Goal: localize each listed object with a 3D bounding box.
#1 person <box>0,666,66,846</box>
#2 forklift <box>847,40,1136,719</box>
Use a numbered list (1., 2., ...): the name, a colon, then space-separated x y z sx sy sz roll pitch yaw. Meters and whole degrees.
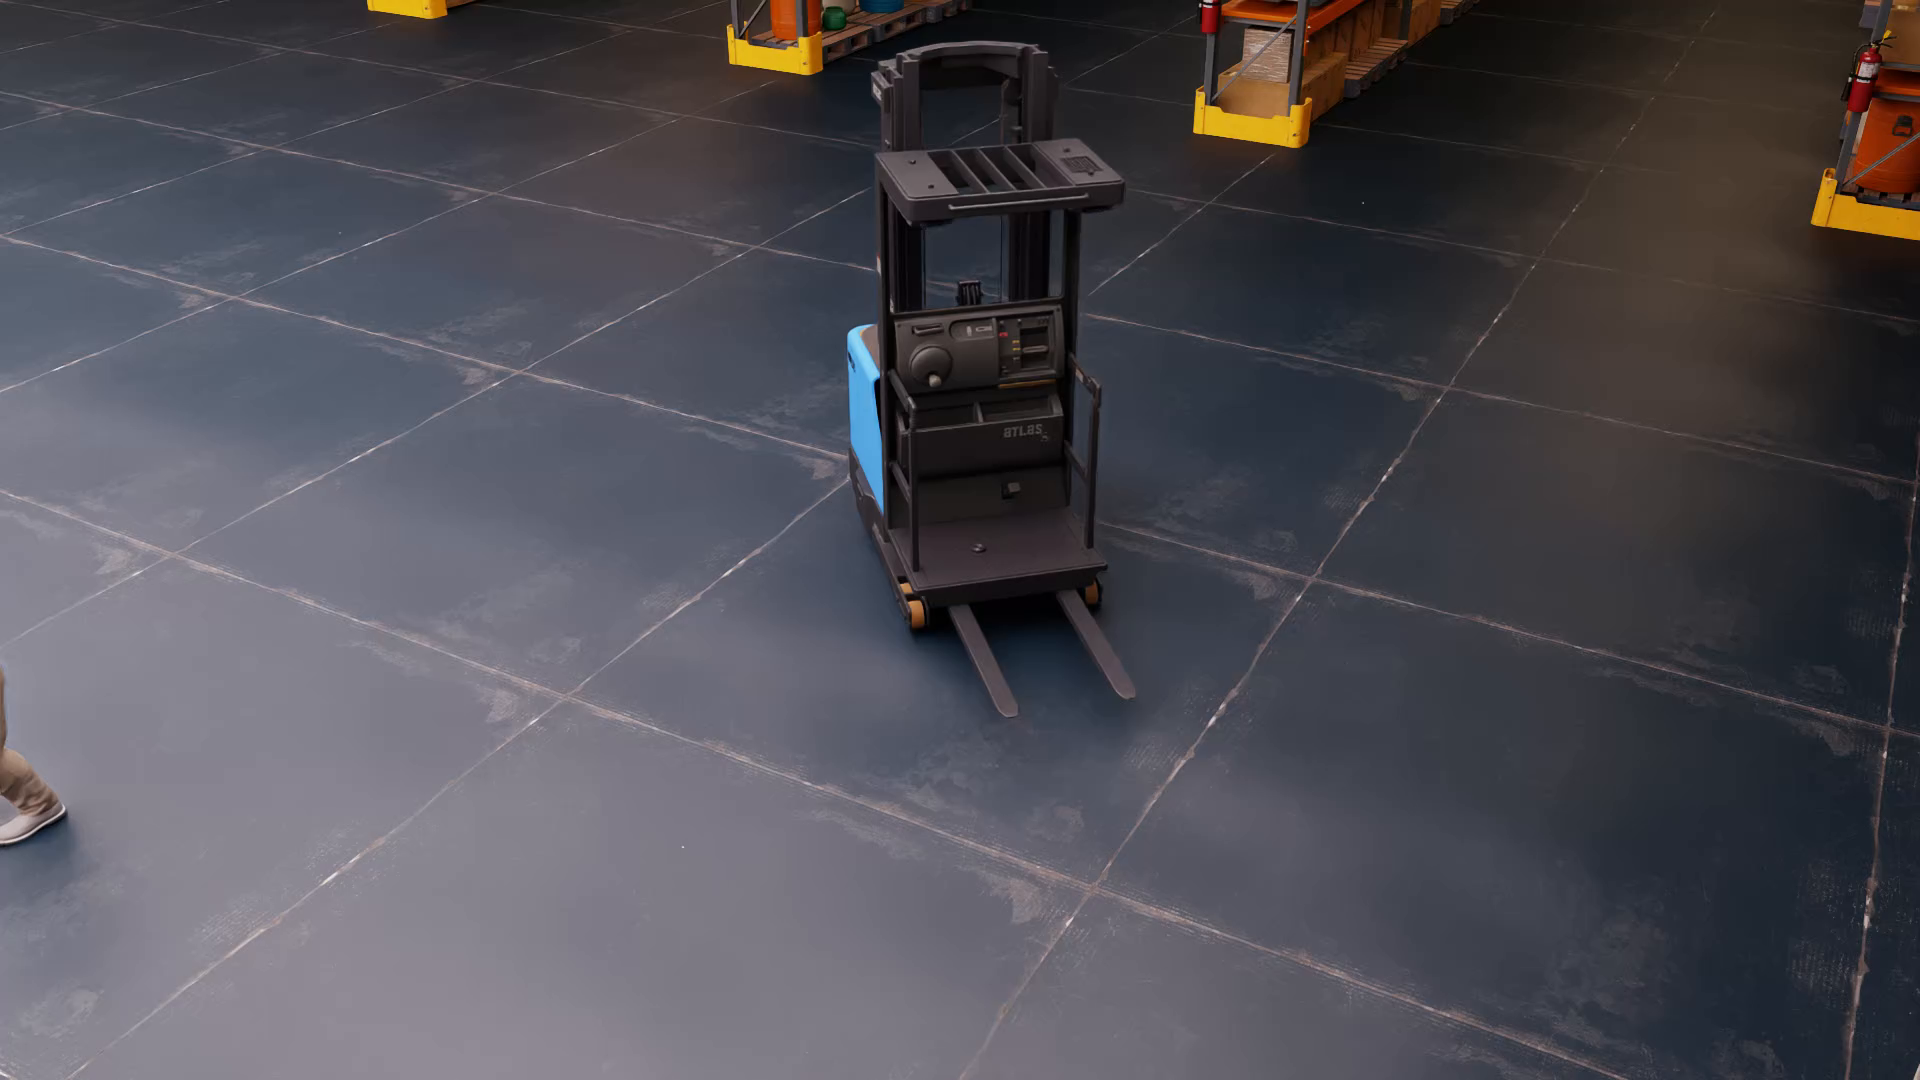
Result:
1. person: -4.490 0.652 7.221 1.009 1.744 0.659 23 37 34
2. forklift: 0.166 -0.988 8.783 1.130 2.935 3.031 -7 31 -13
